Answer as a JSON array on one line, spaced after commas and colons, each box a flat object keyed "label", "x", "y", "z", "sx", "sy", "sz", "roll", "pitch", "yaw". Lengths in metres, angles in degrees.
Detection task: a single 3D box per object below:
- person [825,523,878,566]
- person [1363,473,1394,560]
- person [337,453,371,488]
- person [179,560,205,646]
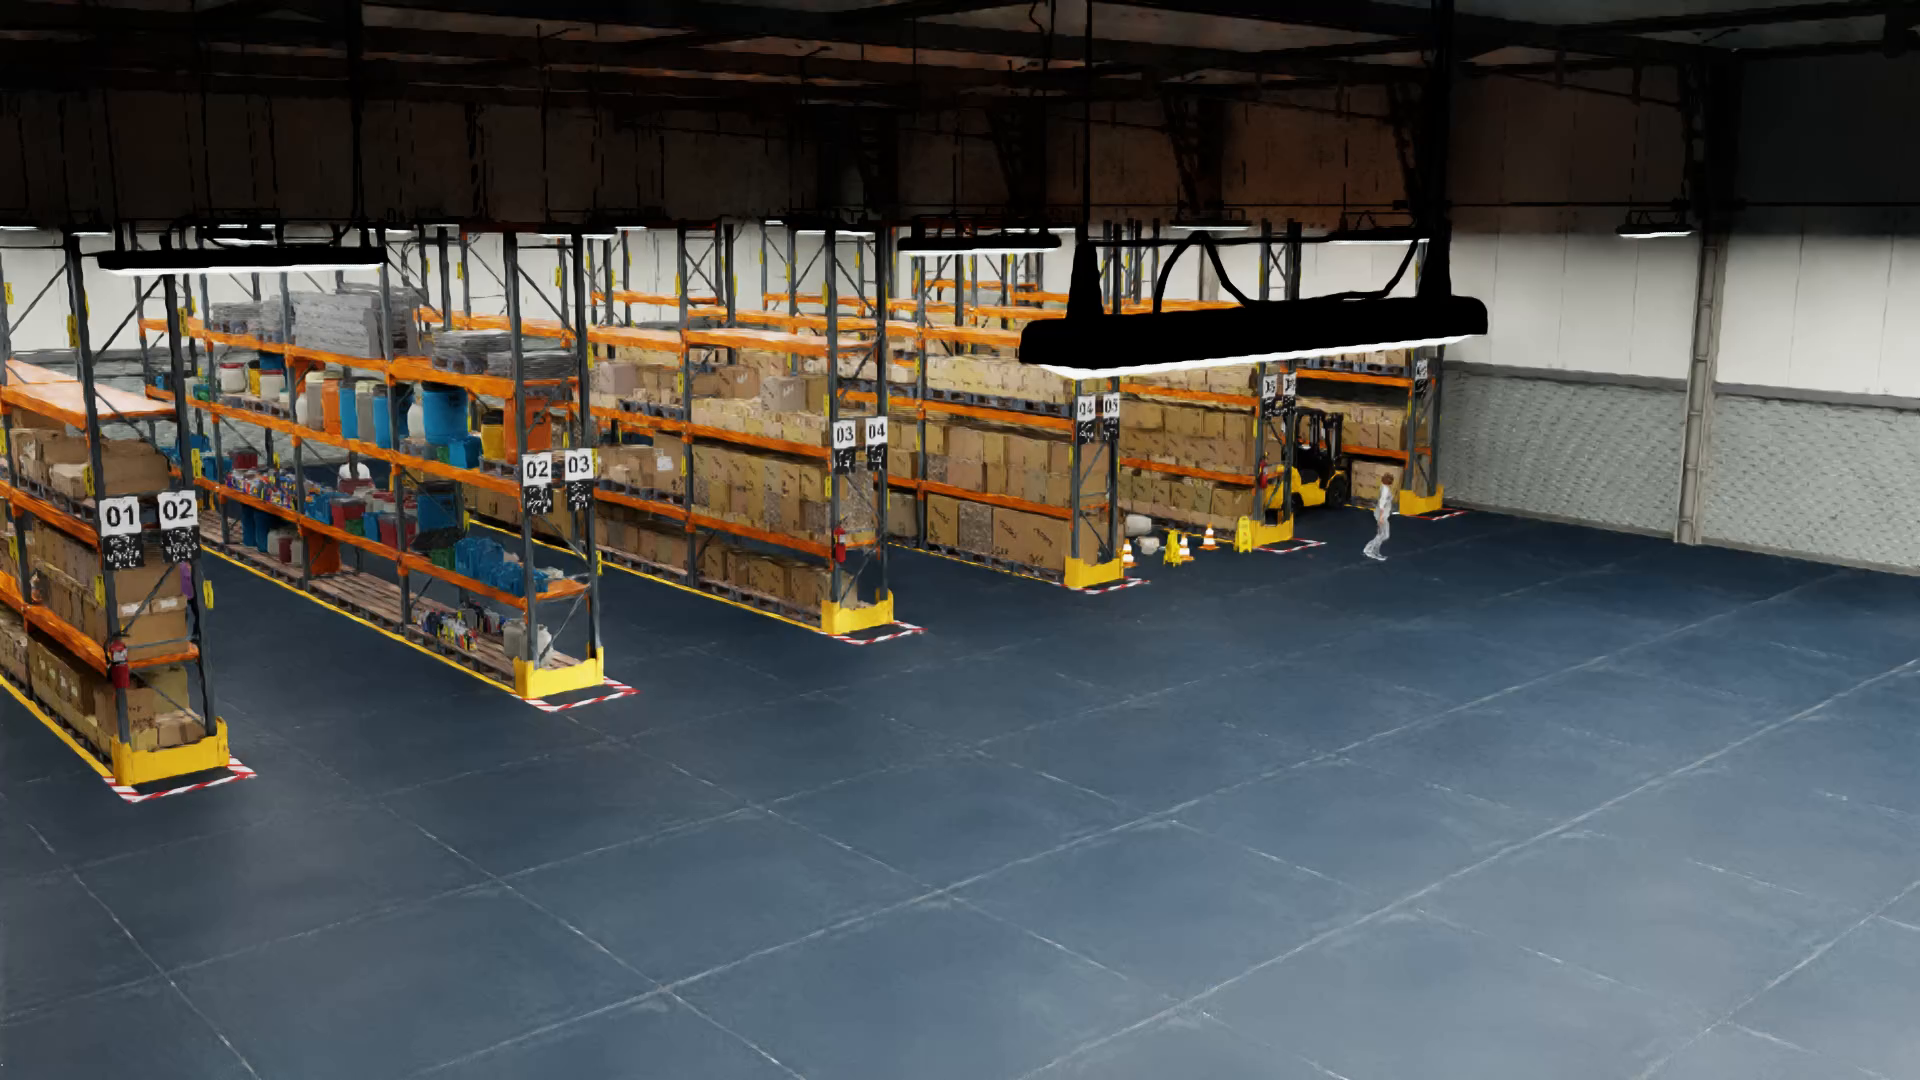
[{"label": "person", "x": -1.951, "y": -0.333, "z": 29.111, "sx": 1.040, "sy": 1.681, "sz": 0.569, "roll": 9, "pitch": 15, "yaw": 39}, {"label": "person", "x": 7.544, "y": -0.423, "z": 29.963, "sx": 0.489, "sy": 1.590, "sz": 0.478, "roll": 2, "pitch": 12, "yaw": 10}, {"label": "person", "x": -11.506, "y": -0.849, "z": 31.692, "sx": 0.603, "sy": 1.724, "sz": 1.110, "roll": -10, "pitch": 15, "yaw": -41}, {"label": "person", "x": -11.179, "y": 0.797, "z": 23.992, "sx": 0.613, "sy": 1.563, "sz": 0.542, "roll": 10, "pitch": 15, "yaw": 39}]
